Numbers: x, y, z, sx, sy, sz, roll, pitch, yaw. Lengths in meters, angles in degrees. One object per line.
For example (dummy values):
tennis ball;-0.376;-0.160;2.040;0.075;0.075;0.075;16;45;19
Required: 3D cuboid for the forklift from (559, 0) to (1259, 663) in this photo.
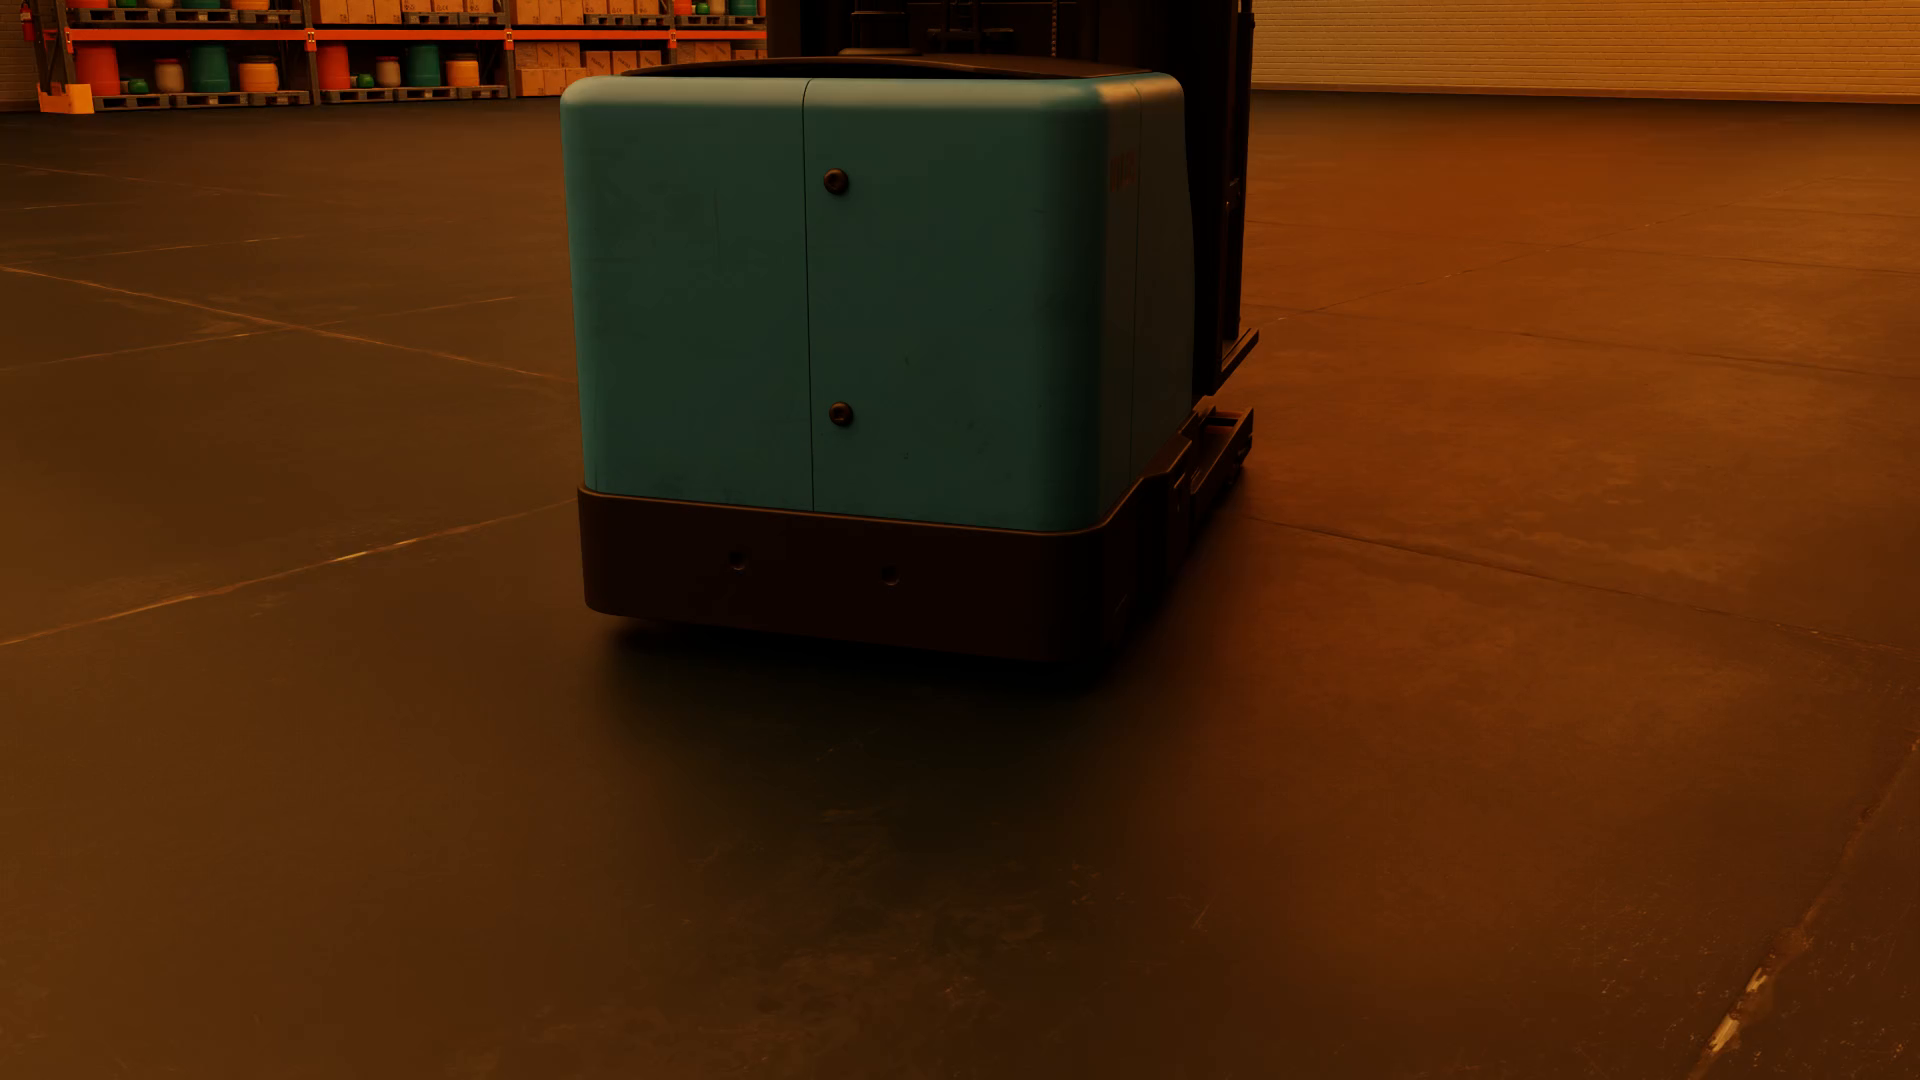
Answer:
forklift;0.182;-1.571;4.072;1.130;2.935;3.031;5;18;17
